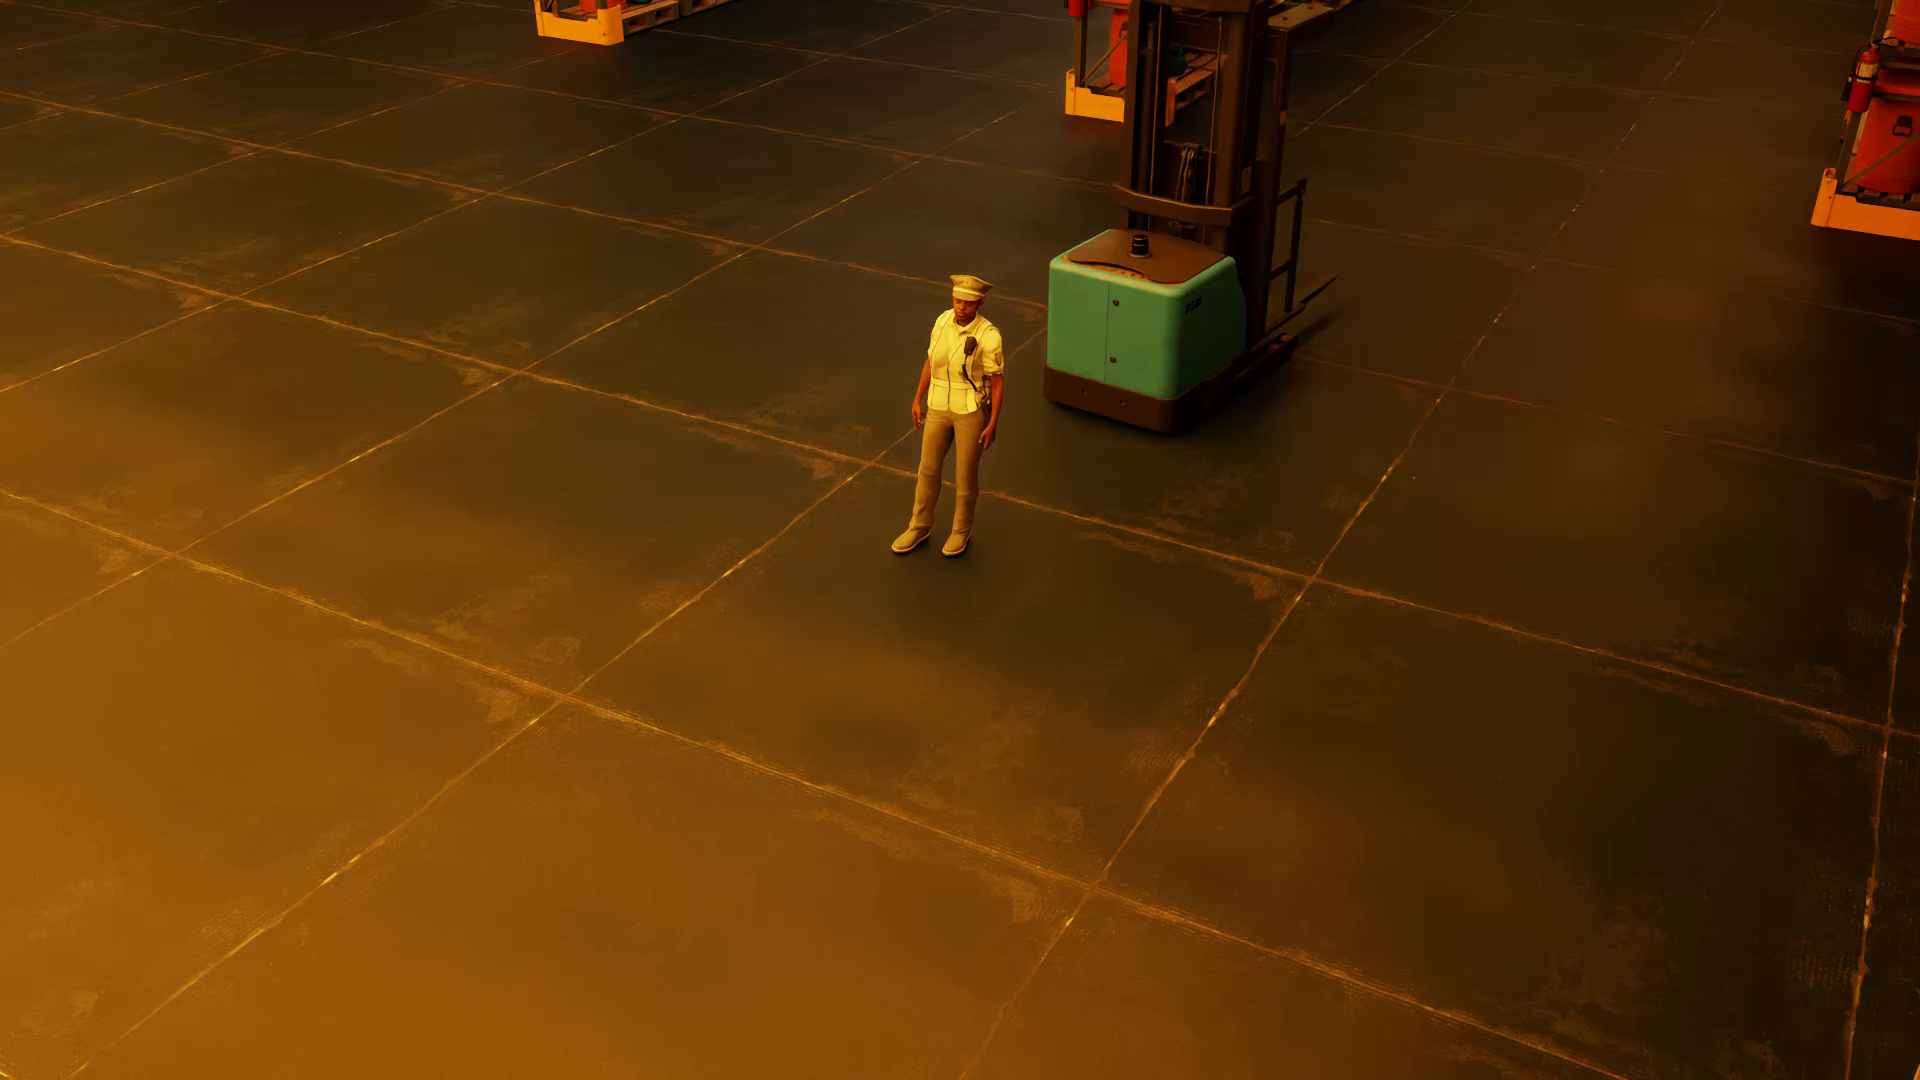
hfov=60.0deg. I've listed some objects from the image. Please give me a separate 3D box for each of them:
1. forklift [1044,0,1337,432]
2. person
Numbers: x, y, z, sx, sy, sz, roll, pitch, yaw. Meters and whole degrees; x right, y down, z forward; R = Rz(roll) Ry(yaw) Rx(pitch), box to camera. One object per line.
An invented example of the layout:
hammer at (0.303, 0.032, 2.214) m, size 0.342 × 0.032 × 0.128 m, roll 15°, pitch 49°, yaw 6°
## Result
forklift at (1.849, -2.671, 11.699) m, size 1.130 × 2.935 × 3.031 m, roll 20°, pitch 35°, yaw 30°
person at (-0.054, -0.712, 9.527) m, size 0.569 × 1.694 × 0.530 m, roll 15°, pitch 33°, yaw 25°
